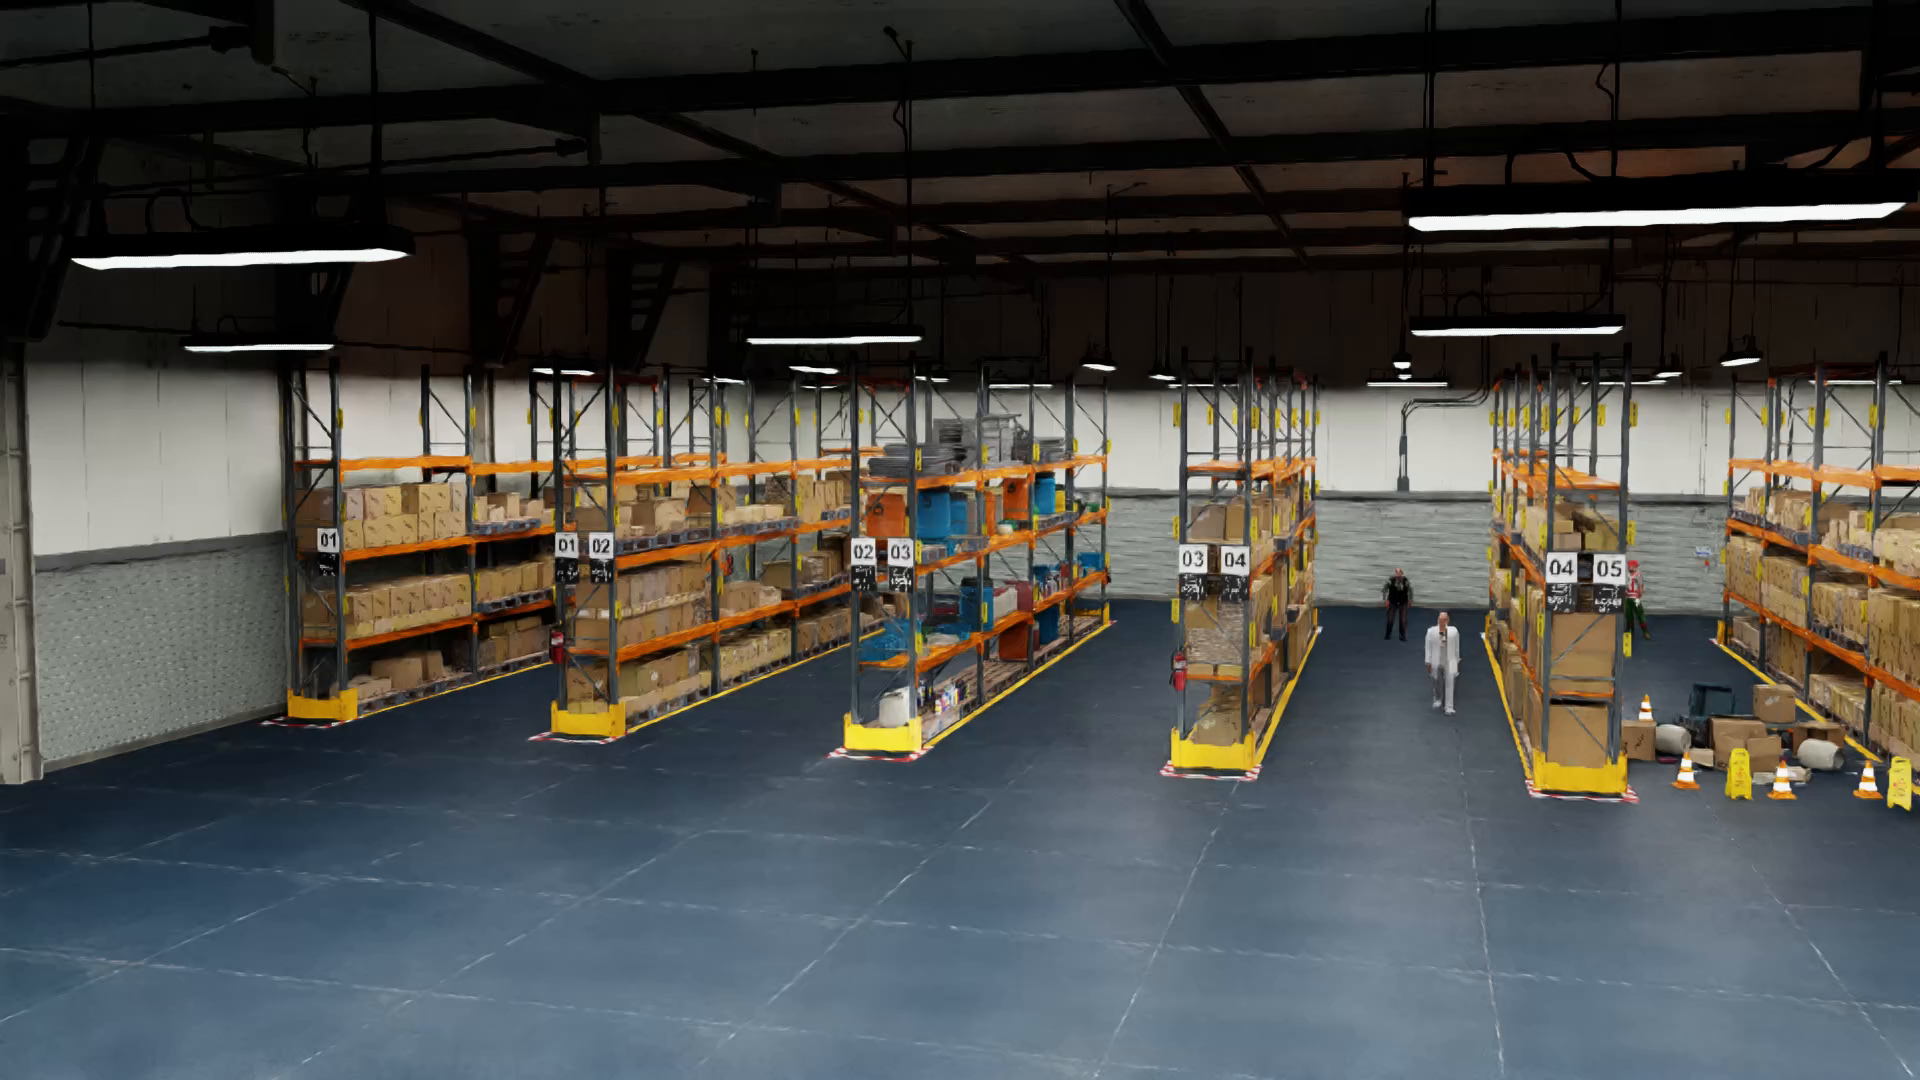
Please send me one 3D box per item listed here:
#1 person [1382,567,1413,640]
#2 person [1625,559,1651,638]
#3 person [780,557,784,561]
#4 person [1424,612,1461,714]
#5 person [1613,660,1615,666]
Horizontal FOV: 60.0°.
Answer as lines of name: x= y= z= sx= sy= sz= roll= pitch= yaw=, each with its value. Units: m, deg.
person: x=9.840 y=1.430 z=37.387 sx=0.677 sy=1.674 sz=0.534 roll=1 pitch=4 yaw=13
person: x=15.422 y=1.338 z=37.902 sx=0.482 sy=1.787 sz=0.735 roll=-1 pitch=4 yaw=-15
person: x=-4.184 y=1.266 z=38.993 sx=0.501 sy=1.731 sz=0.588 roll=4 pitch=6 yaw=45
person: x=8.193 y=2.062 z=28.249 sx=0.598 sy=1.698 sz=1.194 roll=1 pitch=4 yaw=17
person: x=13.150 y=1.687 z=33.634 sx=0.422 sy=1.677 sz=0.502 roll=-1 pitch=4 yaw=-16
